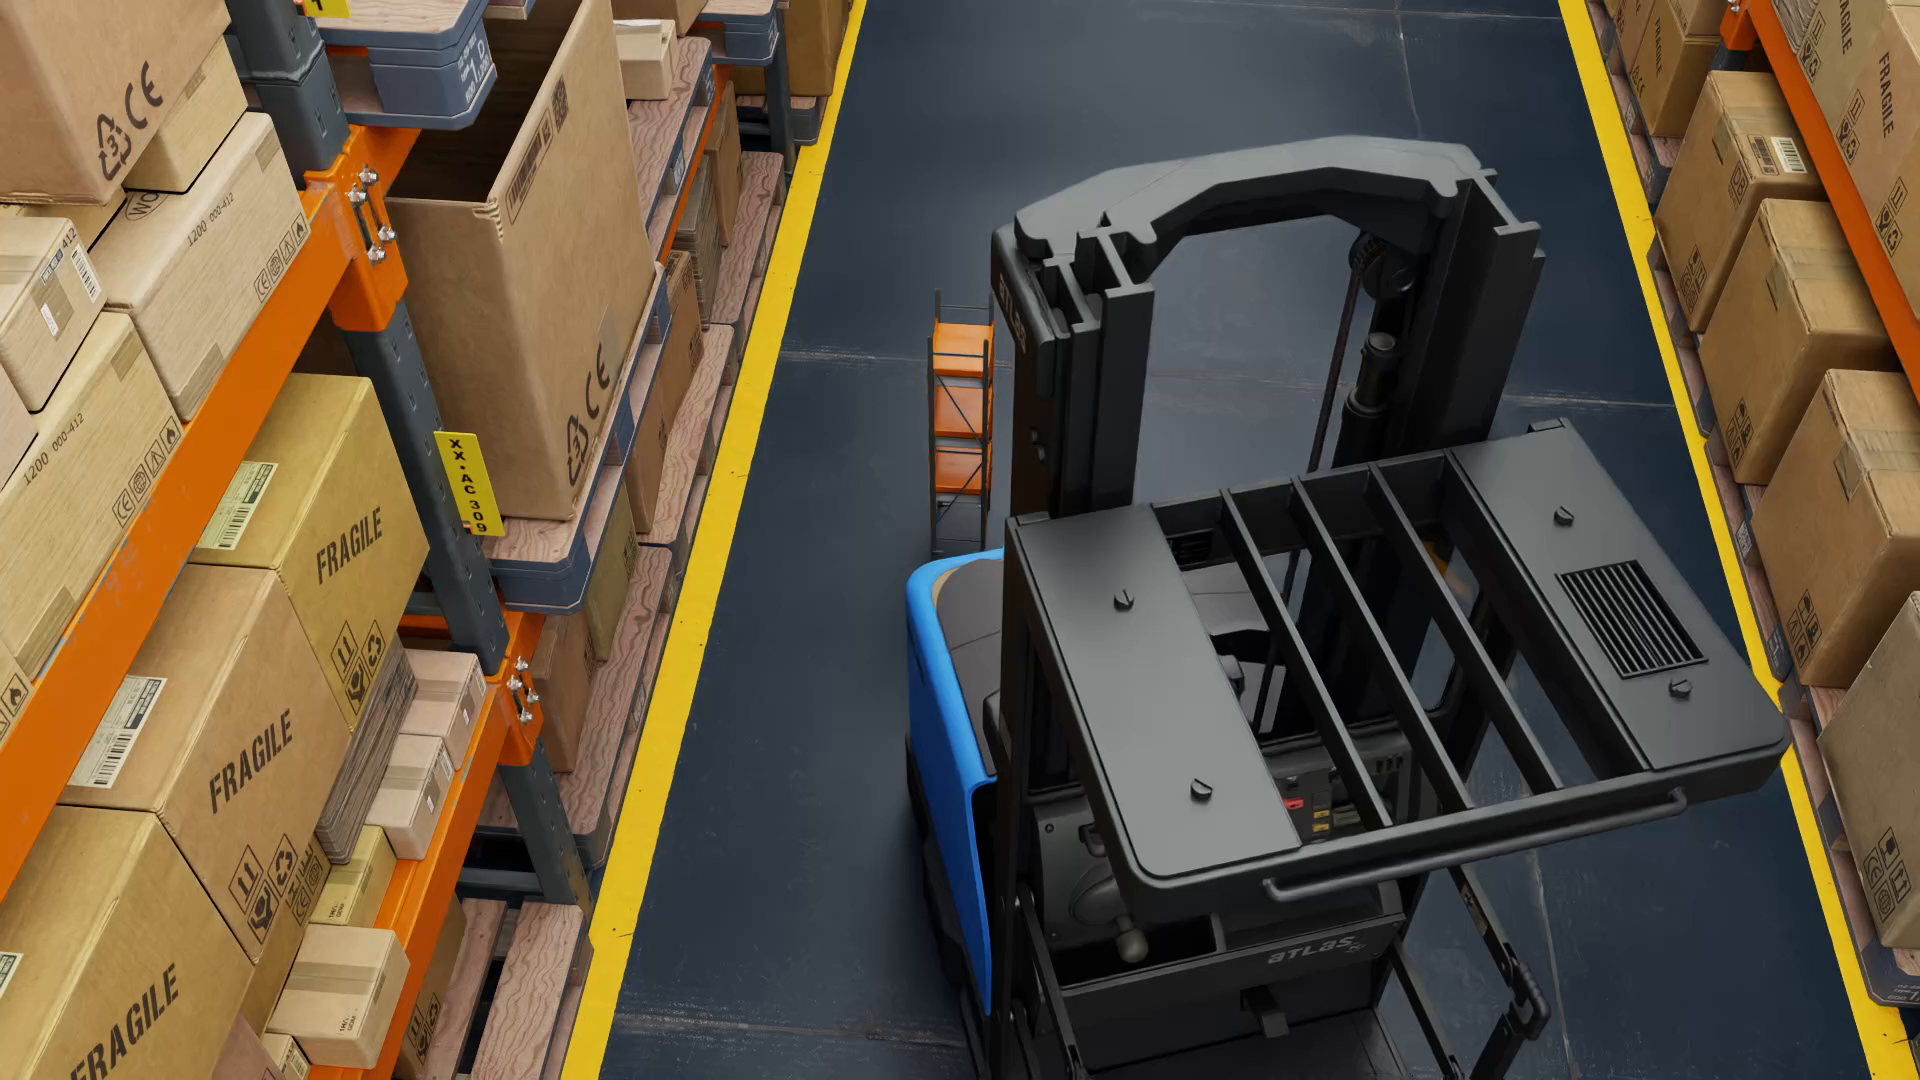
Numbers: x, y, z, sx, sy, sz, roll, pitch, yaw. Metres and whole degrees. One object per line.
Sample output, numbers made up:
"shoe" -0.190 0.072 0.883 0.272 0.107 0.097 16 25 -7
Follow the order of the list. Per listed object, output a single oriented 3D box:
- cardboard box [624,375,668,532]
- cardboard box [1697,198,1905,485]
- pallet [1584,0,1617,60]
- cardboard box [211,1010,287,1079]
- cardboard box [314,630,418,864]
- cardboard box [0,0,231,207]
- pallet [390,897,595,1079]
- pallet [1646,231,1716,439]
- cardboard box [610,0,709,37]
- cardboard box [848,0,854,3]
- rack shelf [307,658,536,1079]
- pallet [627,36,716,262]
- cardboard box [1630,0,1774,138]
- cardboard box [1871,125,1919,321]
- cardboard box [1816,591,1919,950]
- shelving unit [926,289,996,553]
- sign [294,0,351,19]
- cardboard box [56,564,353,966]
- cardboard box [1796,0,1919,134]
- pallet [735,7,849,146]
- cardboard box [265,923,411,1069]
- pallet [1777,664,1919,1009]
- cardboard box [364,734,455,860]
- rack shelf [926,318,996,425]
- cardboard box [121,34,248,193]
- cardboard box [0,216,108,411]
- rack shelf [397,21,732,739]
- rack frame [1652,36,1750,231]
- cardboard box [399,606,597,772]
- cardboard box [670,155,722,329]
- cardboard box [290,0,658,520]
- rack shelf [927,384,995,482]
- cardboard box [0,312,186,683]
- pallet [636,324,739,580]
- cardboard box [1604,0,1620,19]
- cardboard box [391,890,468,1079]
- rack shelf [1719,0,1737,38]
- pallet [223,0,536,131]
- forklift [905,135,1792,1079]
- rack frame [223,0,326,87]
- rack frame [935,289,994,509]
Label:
"cardboard box" -1.456 -0.377 5.958 0.700 0.500 0.500 0 48 0
"cardboard box" 3.427 -0.692 6.090 1.050 0.750 0.750 5 48 4
"pallet" 3.835 -2.920 8.778 1.003 0.211 1.213 4 48 4
"cardboard box" -1.775 1.070 2.969 0.875 0.500 0.500 4 48 4
"cardboard box" -1.749 0.331 3.645 0.875 0.500 0.500 4 48 4
"cardboard box" -1.433 -0.829 2.335 0.500 0.500 0.500 3 48 2
"pallet" -1.672 1.575 4.666 1.003 0.211 1.213 4 48 4
"pallet" 3.502 -0.878 6.910 1.003 0.211 1.213 4 48 4
"cardboard box" -1.242 -2.160 5.840 0.700 0.500 0.500 10 48 9
"cardboard box" -1.109 -3.386 8.469 1.225 0.875 0.875 4 48 4
"rack shelf" -1.828 1.851 3.012 1.077 0.370 4.000 4 48 4
"pallet" -1.421 -1.279 5.517 1.003 0.211 1.213 4 48 4
"cardboard box" 3.448 -2.192 7.632 0.500 0.500 0.500 4 48 3
"cardboard box" 3.201 -1.005 5.069 0.500 0.500 0.500 3 48 3
"cardboard box" 3.251 0.702 4.816 1.050 0.750 0.750 4 48 3
"shelving unit" 0.005 -0.394 5.899 0.215 1.050 0.252 4 48 4
"sign" -1.105 -1.018 2.765 0.100 0.325 0.005 4 48 4
"cardboard box" -1.457 0.383 2.920 0.500 0.500 0.500 4 48 4
"cardboard box" 3.295 -1.741 5.742 0.500 0.500 0.500 3 48 3
"pallet" -1.135 -2.434 8.333 1.003 0.211 1.213 4 48 4
"cardboard box" -1.400 0.955 3.514 0.380 0.149 0.250 4 48 4
"pallet" 3.279 0.915 5.270 1.003 0.211 1.213 4 48 4
"cardboard box" -1.405 0.584 3.853 0.380 0.149 0.250 4 48 4
"rack shelf" 0.005 -0.578 5.697 0.215 0.259 0.240 4 48 4
"cardboard box" -1.388 -0.700 2.656 0.380 0.149 0.250 5 48 5
"cardboard box" -1.440 -0.319 2.308 0.380 0.149 0.250 2 48 2
"rack shelf" -1.464 -1.089 5.700 1.077 0.370 4.000 4 48 4
"rack frame" 3.649 -2.393 6.406 1.000 3.000 0.127 4 48 4
"cardboard box" -1.569 0.384 5.262 0.700 0.500 0.500 1 48 1
"cardboard box" -1.360 -1.204 6.714 0.700 0.500 0.500 0 48 0
"cardboard box" -1.434 -0.780 4.240 1.000 1.000 1.000 4 48 4
"rack shelf" 0.005 -0.387 5.906 0.215 0.259 0.240 4 48 4
"cardboard box" -1.486 -0.088 2.366 0.500 0.250 0.500 5 48 5
"pallet" -1.468 -0.392 6.465 1.003 0.211 1.213 4 48 4
"cardboard box" 3.531 -2.963 8.337 0.500 0.500 0.500 2 48 2
"cardboard box" -1.722 1.131 4.592 0.500 0.500 0.500 3 48 2
"rack shelf" 3.831 -3.620 8.016 1.077 0.370 4.000 4 48 4
"pallet" -1.484 -1.257 3.461 1.213 0.211 1.003 4 48 4
"forklift" 0.677 0.778 3.552 1.130 2.935 3.031 -10 48 -9
"rack frame" -1.646 -1.886 1.877 1.000 3.000 0.127 4 48 4
"rack frame" 0.016 -0.483 5.981 0.200 1.050 0.008 4 48 4
